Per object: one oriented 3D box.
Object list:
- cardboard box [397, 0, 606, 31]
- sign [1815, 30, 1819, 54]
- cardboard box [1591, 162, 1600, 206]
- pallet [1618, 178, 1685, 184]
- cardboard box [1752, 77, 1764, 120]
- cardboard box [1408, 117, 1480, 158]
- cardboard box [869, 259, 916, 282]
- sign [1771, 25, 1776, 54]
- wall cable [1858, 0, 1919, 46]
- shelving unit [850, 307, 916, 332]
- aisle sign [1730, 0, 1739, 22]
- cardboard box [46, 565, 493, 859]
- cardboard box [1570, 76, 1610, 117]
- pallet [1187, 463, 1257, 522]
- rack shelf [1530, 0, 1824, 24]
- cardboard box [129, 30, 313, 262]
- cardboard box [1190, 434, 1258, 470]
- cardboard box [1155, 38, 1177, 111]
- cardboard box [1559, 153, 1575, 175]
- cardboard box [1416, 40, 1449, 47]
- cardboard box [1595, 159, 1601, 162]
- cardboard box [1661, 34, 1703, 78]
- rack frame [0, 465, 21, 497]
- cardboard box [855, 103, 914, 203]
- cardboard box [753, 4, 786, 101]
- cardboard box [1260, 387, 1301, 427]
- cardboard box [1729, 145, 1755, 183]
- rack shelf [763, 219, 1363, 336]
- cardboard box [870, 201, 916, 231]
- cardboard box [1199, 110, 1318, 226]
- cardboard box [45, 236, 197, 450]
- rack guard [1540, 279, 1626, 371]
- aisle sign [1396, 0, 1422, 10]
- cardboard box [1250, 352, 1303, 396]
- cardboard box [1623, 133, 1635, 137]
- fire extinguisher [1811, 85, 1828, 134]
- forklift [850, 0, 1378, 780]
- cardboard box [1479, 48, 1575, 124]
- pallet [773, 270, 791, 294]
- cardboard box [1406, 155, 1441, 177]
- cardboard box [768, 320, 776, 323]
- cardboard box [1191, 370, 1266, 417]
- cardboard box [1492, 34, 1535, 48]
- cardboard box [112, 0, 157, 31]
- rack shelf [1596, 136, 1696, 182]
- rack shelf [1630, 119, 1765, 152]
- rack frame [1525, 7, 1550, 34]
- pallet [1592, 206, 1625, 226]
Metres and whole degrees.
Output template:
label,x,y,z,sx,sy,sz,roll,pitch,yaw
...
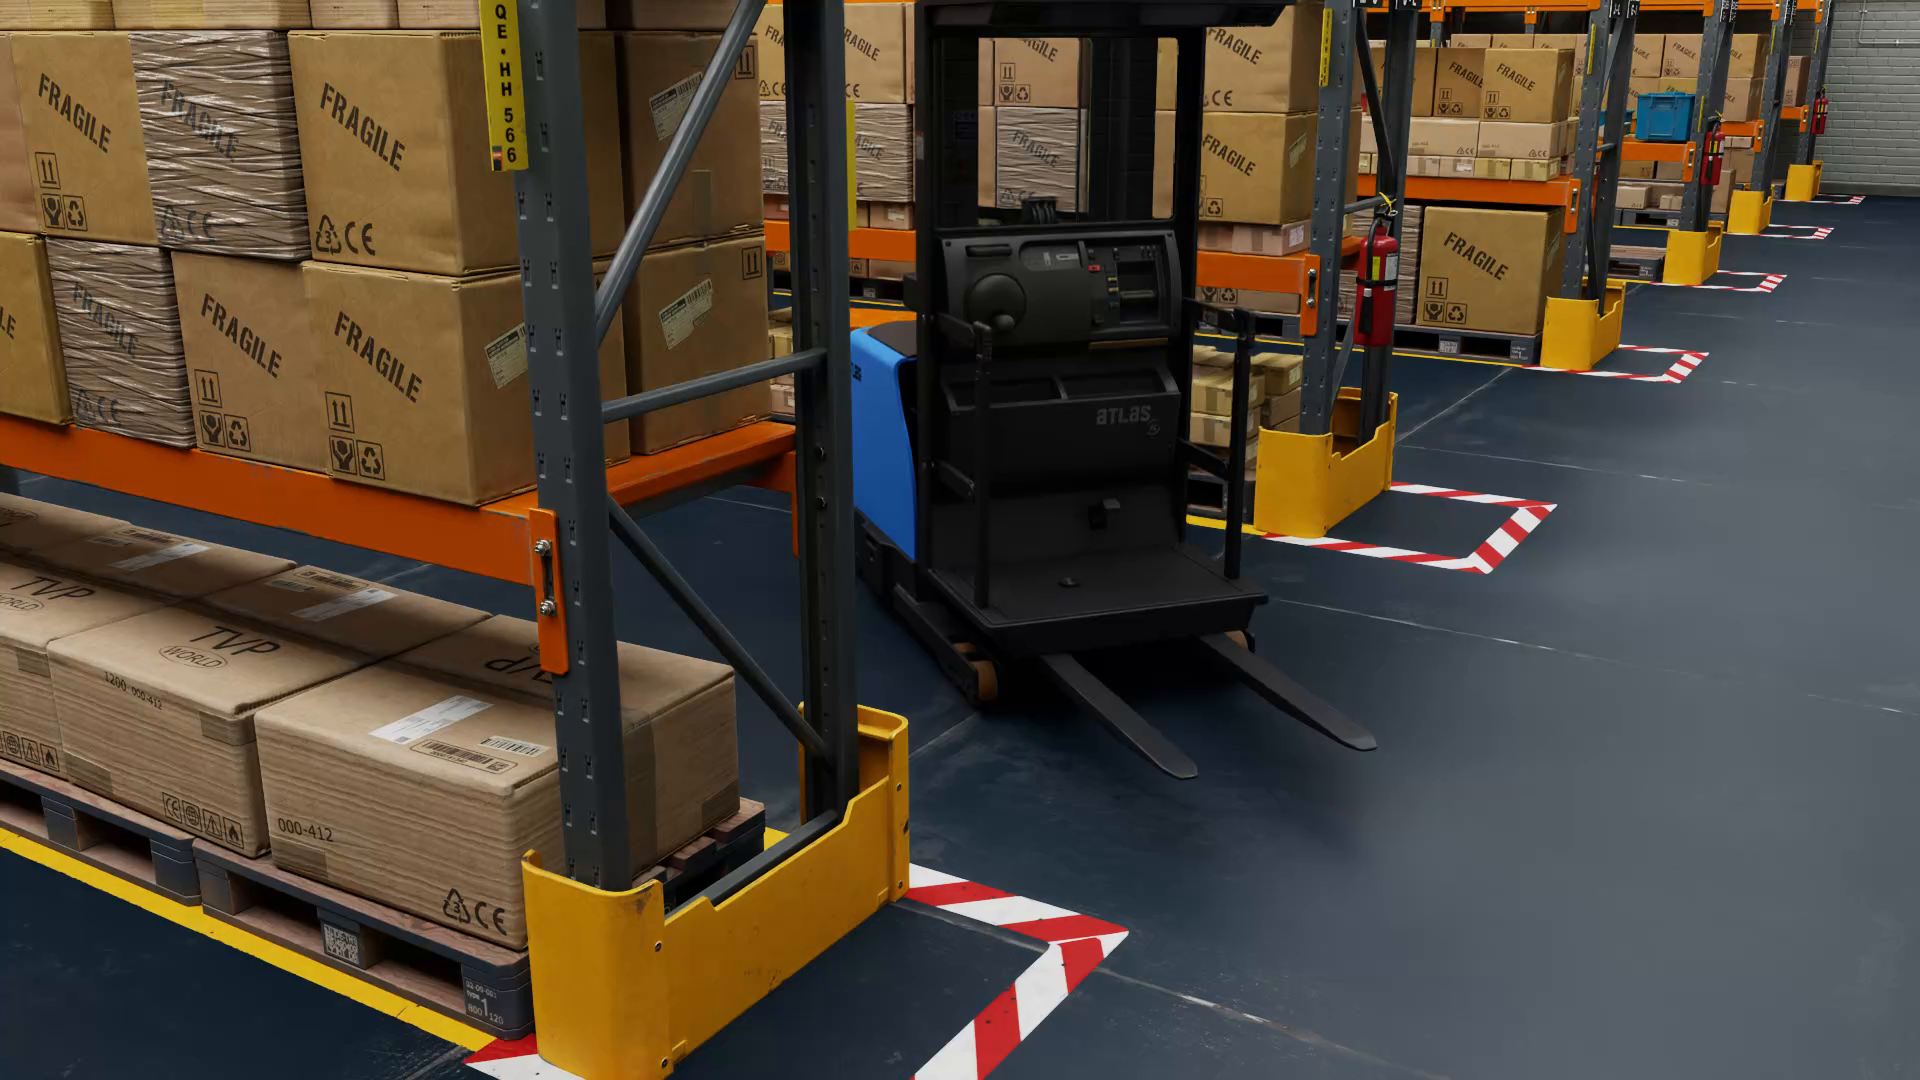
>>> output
label,x,y,z,sx,sy,sz,roll,pitch,yaw
cardboard box,-1.000,-1.193,3.638,0.250,0.149,0.380,10,20,31
sign,12.078,-7.021,23.434,0.005,0.325,0.100,10,20,30
cardboard box,7.980,-4.598,21.397,0.637,0.503,0.797,10,20,30
pallet,10.616,-5.440,25.426,1.213,0.211,1.003,10,20,30
cardboard box,9.545,-5.439,20.454,0.500,0.500,0.500,11,20,31
cardboard box,3.614,-2.961,12.215,0.500,0.250,0.500,10,19,29
cardboard box,-0.129,-2.826,14.958,0.875,0.875,1.225,9,19,28
sign,9.477,-5.829,19.375,0.005,0.325,0.100,10,20,30
wall cable,13.960,-7.011,24.054,1.851,1.984,0.084,10,20,30
shelving unit,-0.224,-0.658,8.114,1.048,1.125,0.538,7,18,23
aisle sign,7.406,-5.339,15.823,0.004,0.787,0.394,10,20,30
cardboard box,-1.988,0.461,4.888,0.875,0.438,0.875,11,20,32
cardboard box,7.965,-5.539,20.783,0.500,0.500,0.500,10,19,29
pallet,1.177,-0.402,8.842,1.213,0.211,1.003,10,20,30
rack shelf,10.670,-7.881,24.742,4.000,0.370,1.077,10,20,30
cardboard box,-1.585,-0.964,4.001,0.500,0.500,0.500,10,20,30
cardboard box,1.358,-0.458,8.410,0.250,0.149,0.380,11,20,31
cardboard box,0.963,-2.346,8.040,0.500,0.500,0.500,9,19,28
cardboard box,4.467,-2.821,12.439,0.250,0.149,0.380,10,20,31
cardboard box,7.568,-7.818,26.450,0.500,0.250,0.500,11,20,31
cardboard box,9.976,-5.883,25.665,0.500,0.500,0.700,10,20,30
cardboard box,8.831,-5.861,20.122,0.500,0.500,0.500,11,20,32
rack frame,-3.998,-0.960,5.879,0.127,3.000,1.000,10,20,30
cardboard box,-0.367,-2.094,8.931,0.500,0.500,0.500,10,19,29
cardboard box,-0.786,-2.665,9.091,0.500,0.500,0.500,9,19,28
cardboard box,1.603,-0.715,8.744,0.250,0.149,0.380,11,20,32
cardboard box,11.725,-5.572,24.643,0.500,0.500,0.700,10,20,30
rack shelf,0.211,-1.552,9.069,4.000,0.370,1.077,10,20,30
cardboard box,-0.275,-1.768,8.974,0.250,0.149,0.380,11,20,32
cardboard box,1.398,-1.787,7.920,0.500,0.500,0.500,11,20,31
cardboard box,-2.002,-0.563,4.400,0.500,0.500,0.500,11,20,32
rack guard,4.618,-1.606,12.307,0.348,0.500,1.175,10,20,30
aisle sign,2.135,-2.899,7.793,0.004,0.787,0.394,10,20,30
cardboard box,1.647,-0.878,8.769,0.250,0.149,0.380,9,19,28
cardboard box,10.190,-6.094,25.243,0.250,0.149,0.380,9,19,28
fire extinguisher,12.261,-6.133,23.686,0.183,0.674,0.296,10,20,30
forklift,0.454,-0.943,5.943,1.130,2.935,3.031,-6,18,-18
cardboard box,4.045,-3.244,11.855,0.500,0.500,0.500,10,20,31
pallet,-1.587,-2.549,15.911,1.213,0.211,1.003,10,20,30
cardboard box,3.473,-2.774,12.284,0.250,0.149,0.380,11,20,31
cardboard box,-1.308,-1.219,9.891,0.250,0.149,0.380,11,20,32
cardboard box,1.332,-0.732,8.288,0.250,0.149,0.380,10,20,31
cardboard box,7.070,-6.173,21.151,0.500,0.500,0.500,9,19,28
cardboard box,-1.871,-1.350,4.155,0.250,0.149,0.380,10,20,30
rack shelf,5.485,-3.992,17.100,4.000,0.370,1.077,10,20,30
rack shelf,8.081,-5.218,21.137,4.000,0.370,1.077,10,20,30
rack frame,8.966,-7.094,26.075,0.127,3.000,1.000,10,20,30
pallet,8.005,-4.242,21.485,1.213,0.211,1.003,10,20,30
